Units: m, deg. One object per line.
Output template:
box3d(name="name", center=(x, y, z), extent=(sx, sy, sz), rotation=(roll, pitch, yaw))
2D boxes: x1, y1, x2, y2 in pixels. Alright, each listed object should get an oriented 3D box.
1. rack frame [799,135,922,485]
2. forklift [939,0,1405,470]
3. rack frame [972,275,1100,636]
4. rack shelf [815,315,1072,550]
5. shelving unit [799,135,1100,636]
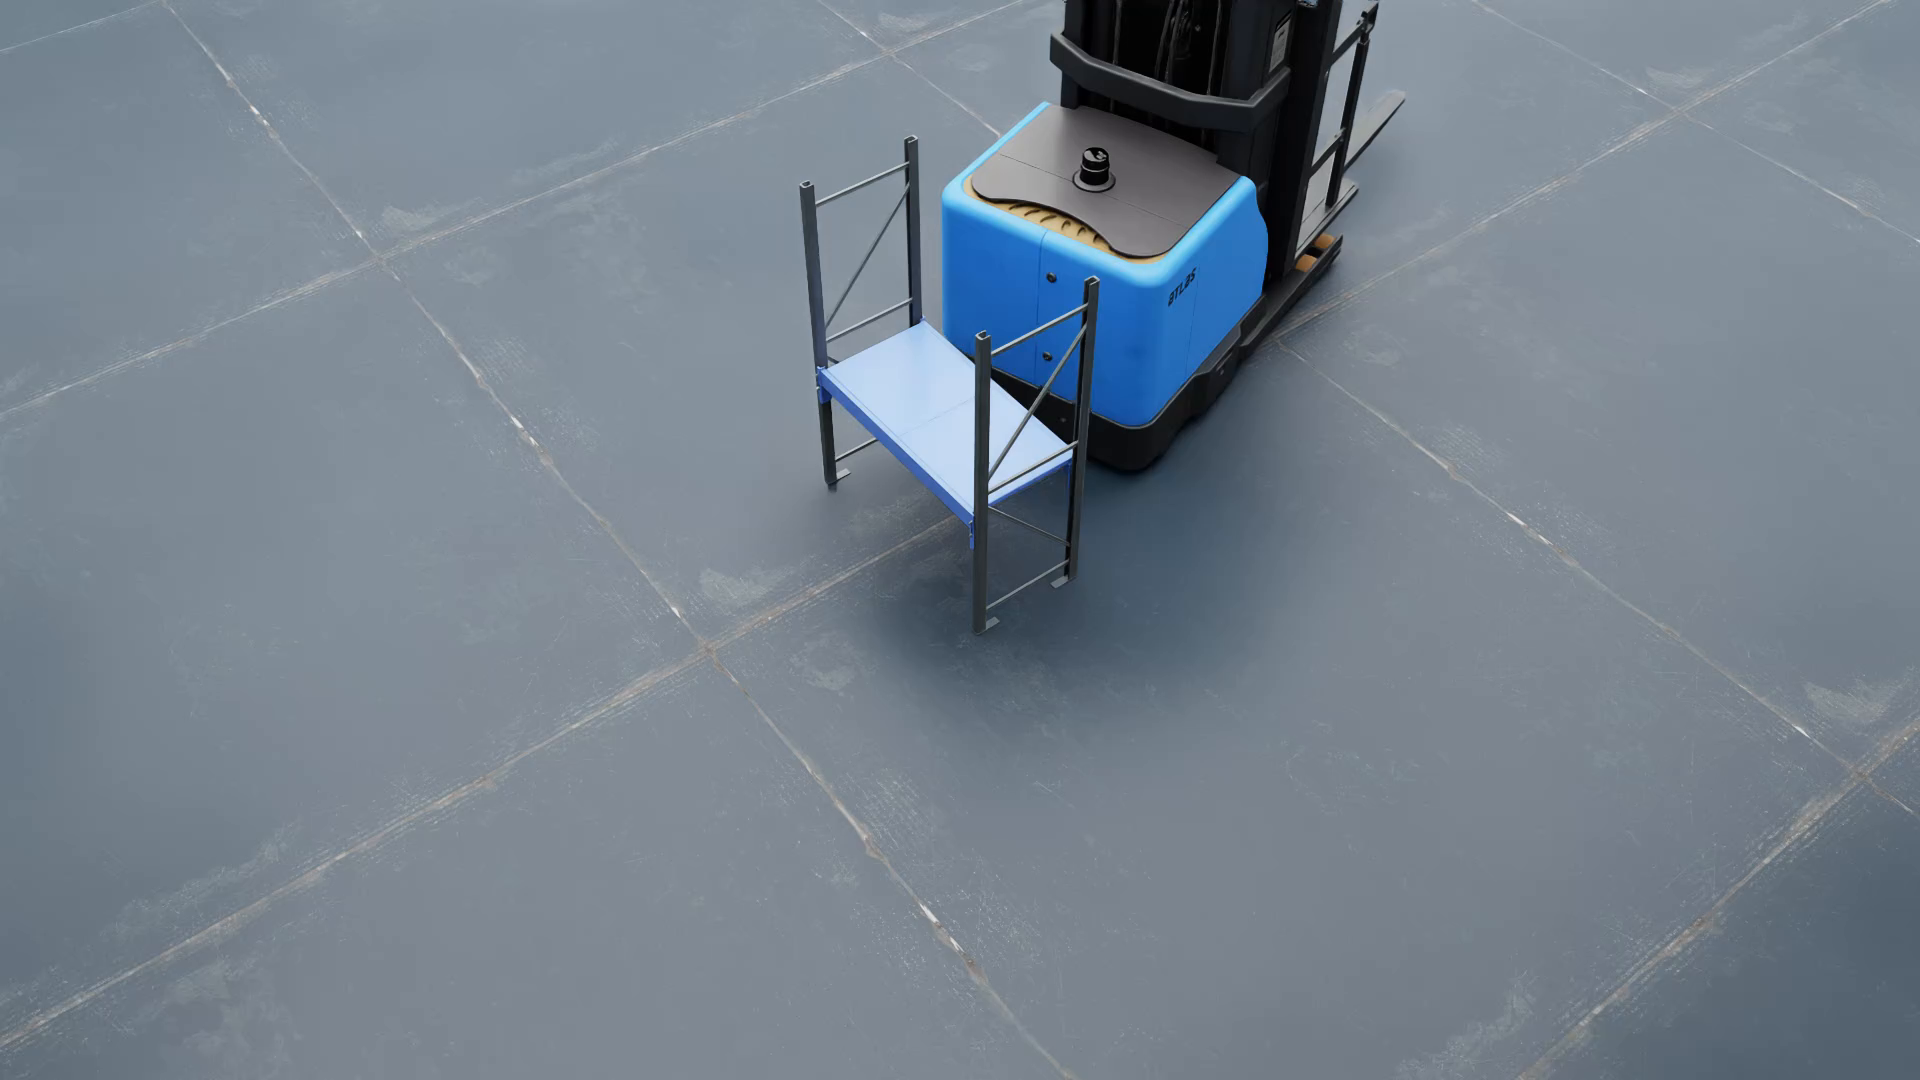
box3d(name="rack frame", center=(-0.359, -0.854, 6.511), extent=(0.500, 1.500, 0.032), rotation=(-29, 54, -24))
box3d(name="forklift", center=(1.156, -2.340, 6.892), extent=(1.130, 2.935, 3.031), rotation=(27, 53, 22))
box3d(name="rack frame", center=(0.256, -0.254, 5.967), extent=(0.500, 1.500, 0.032), rotation=(-29, 54, -24))
box3d(name="rack shelf", center=(-0.052, -0.433, 6.372), extent=(0.538, 0.185, 1.000), rotation=(-29, 54, -24))
box3d(name="shelving unit", center=(-0.052, -0.554, 6.239), extent=(0.538, 1.500, 1.048), rotation=(-29, 54, -24))
